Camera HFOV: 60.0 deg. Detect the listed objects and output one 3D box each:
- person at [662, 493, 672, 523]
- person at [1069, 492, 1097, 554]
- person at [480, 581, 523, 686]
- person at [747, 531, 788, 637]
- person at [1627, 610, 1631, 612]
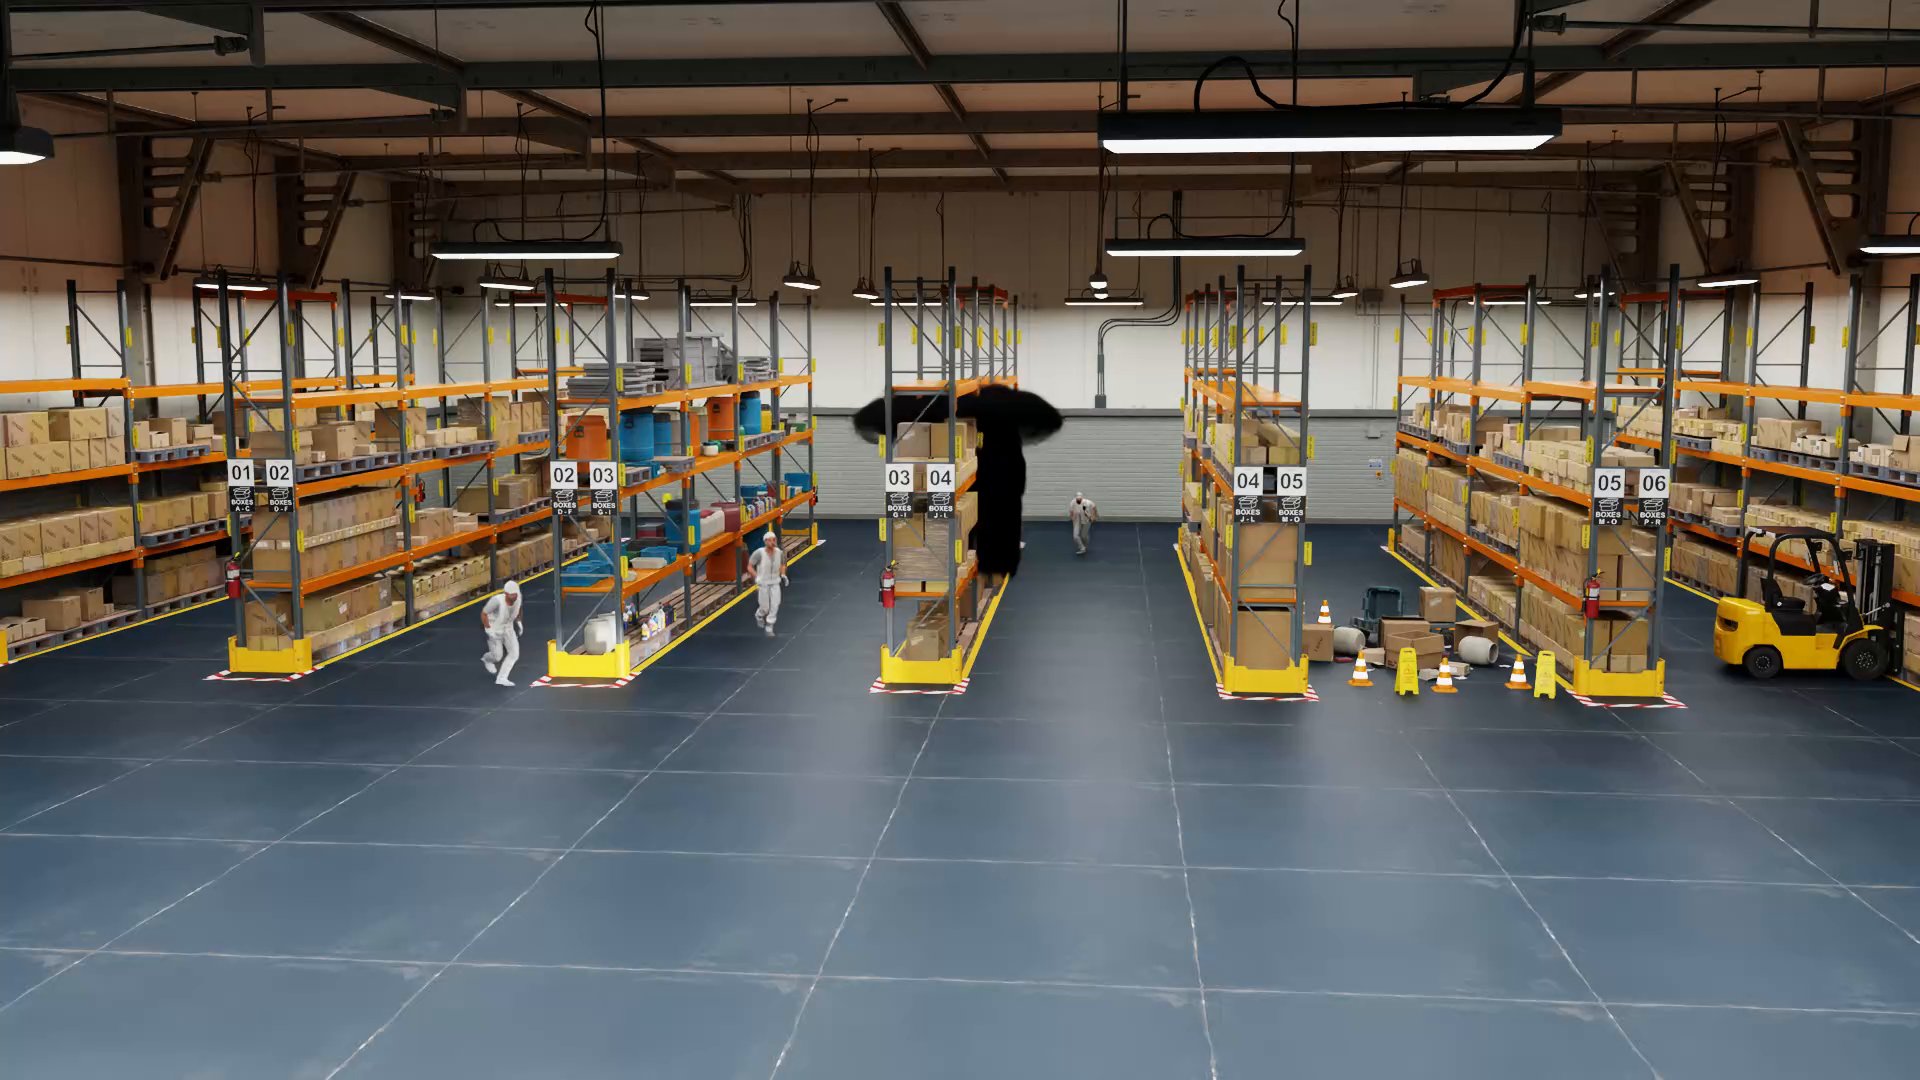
[{"bbox_3d":[-6.452,-0.346,37.928,0.693,1.528,1.214,3,7,22],"label":"person"},{"bbox_3d":[2.838,-0.394,38.424,0.616,1.494,0.829,2,7,19],"label":"person"},{"bbox_3d":[-6.663,1.328,24.027,0.683,1.568,1.112,-7,10,-44],"label":"person"},{"bbox_3d":[-3.140,0.701,26.942,0.654,1.719,0.660,-3,8,-26],"label":"person"},{"bbox_3d":[11.263,0.778,28.261,0.613,1.638,0.639,0,7,-1],"label":"person"}]
